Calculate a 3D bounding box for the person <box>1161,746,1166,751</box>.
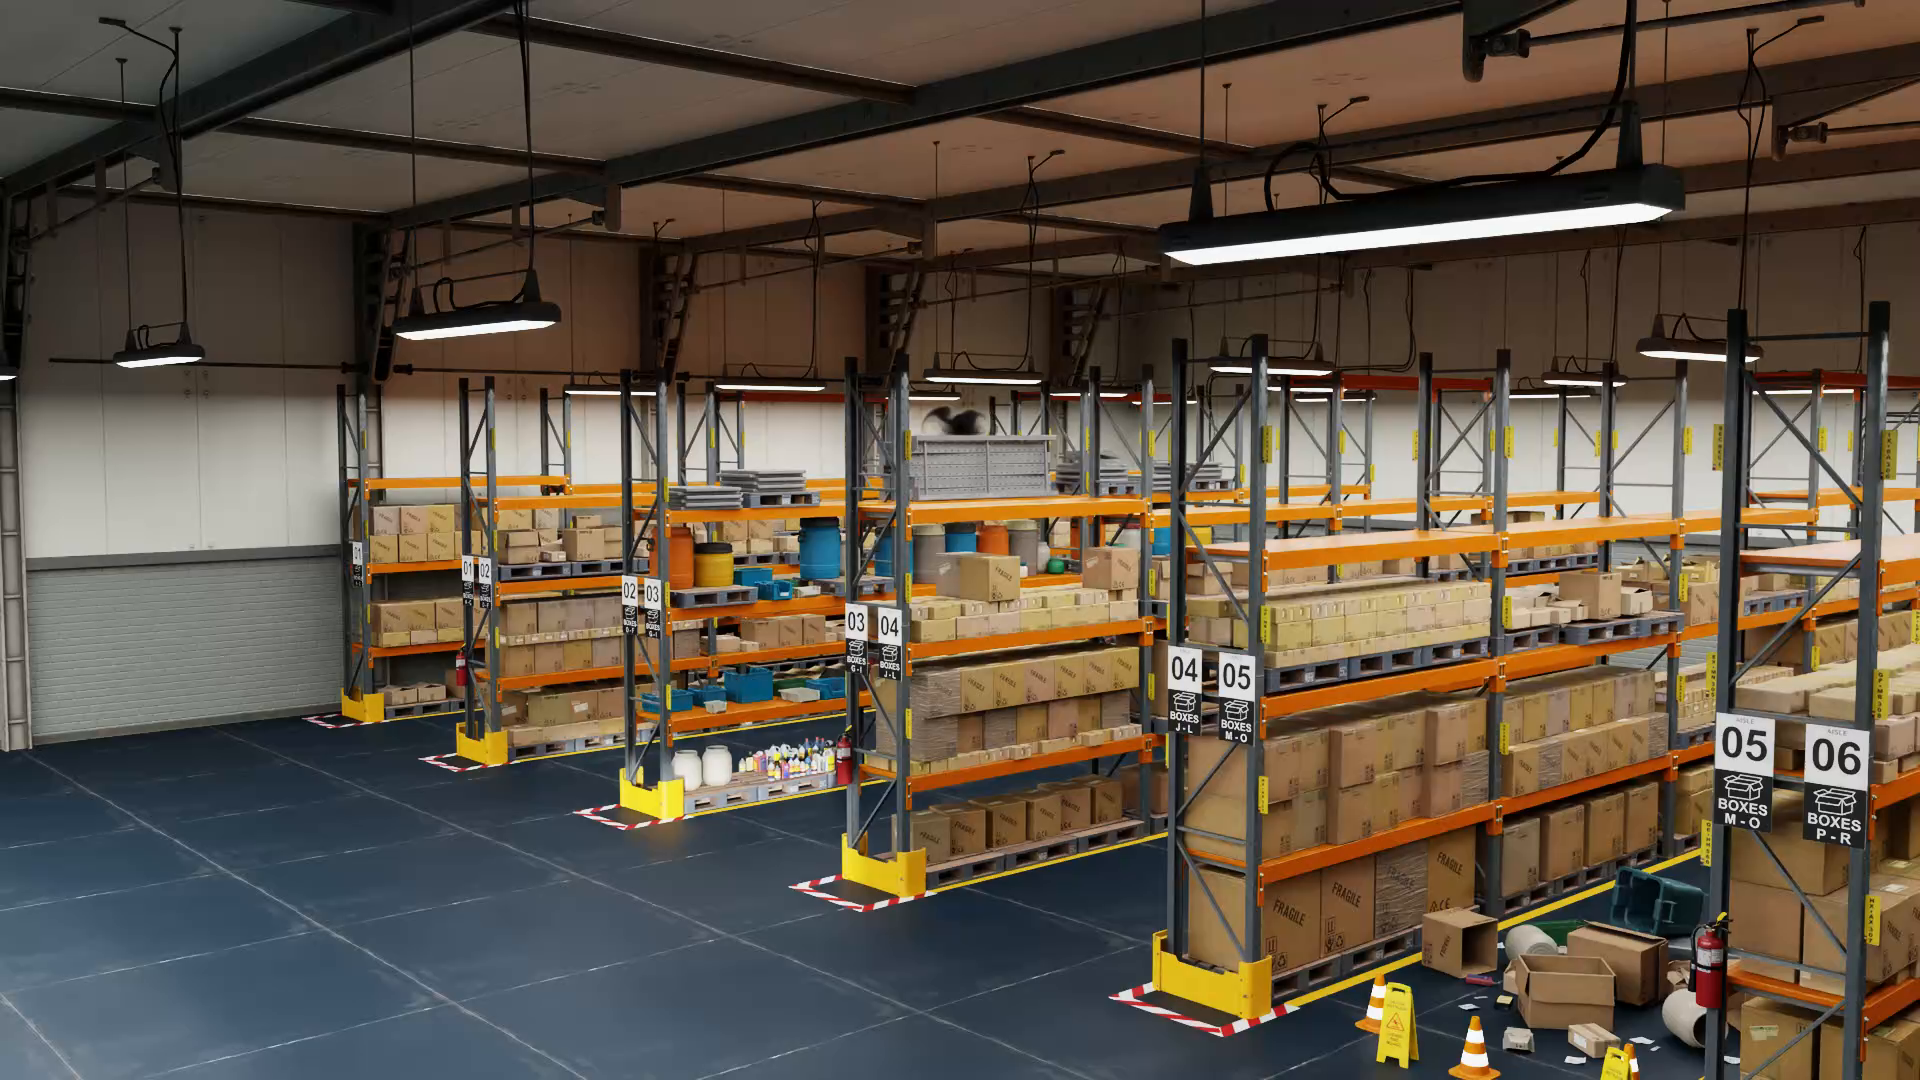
[{"bbox_3d":[3.624,2.535,27.154,1.030,1.753,0.700,-4,5,-45],"label":"person"}]
